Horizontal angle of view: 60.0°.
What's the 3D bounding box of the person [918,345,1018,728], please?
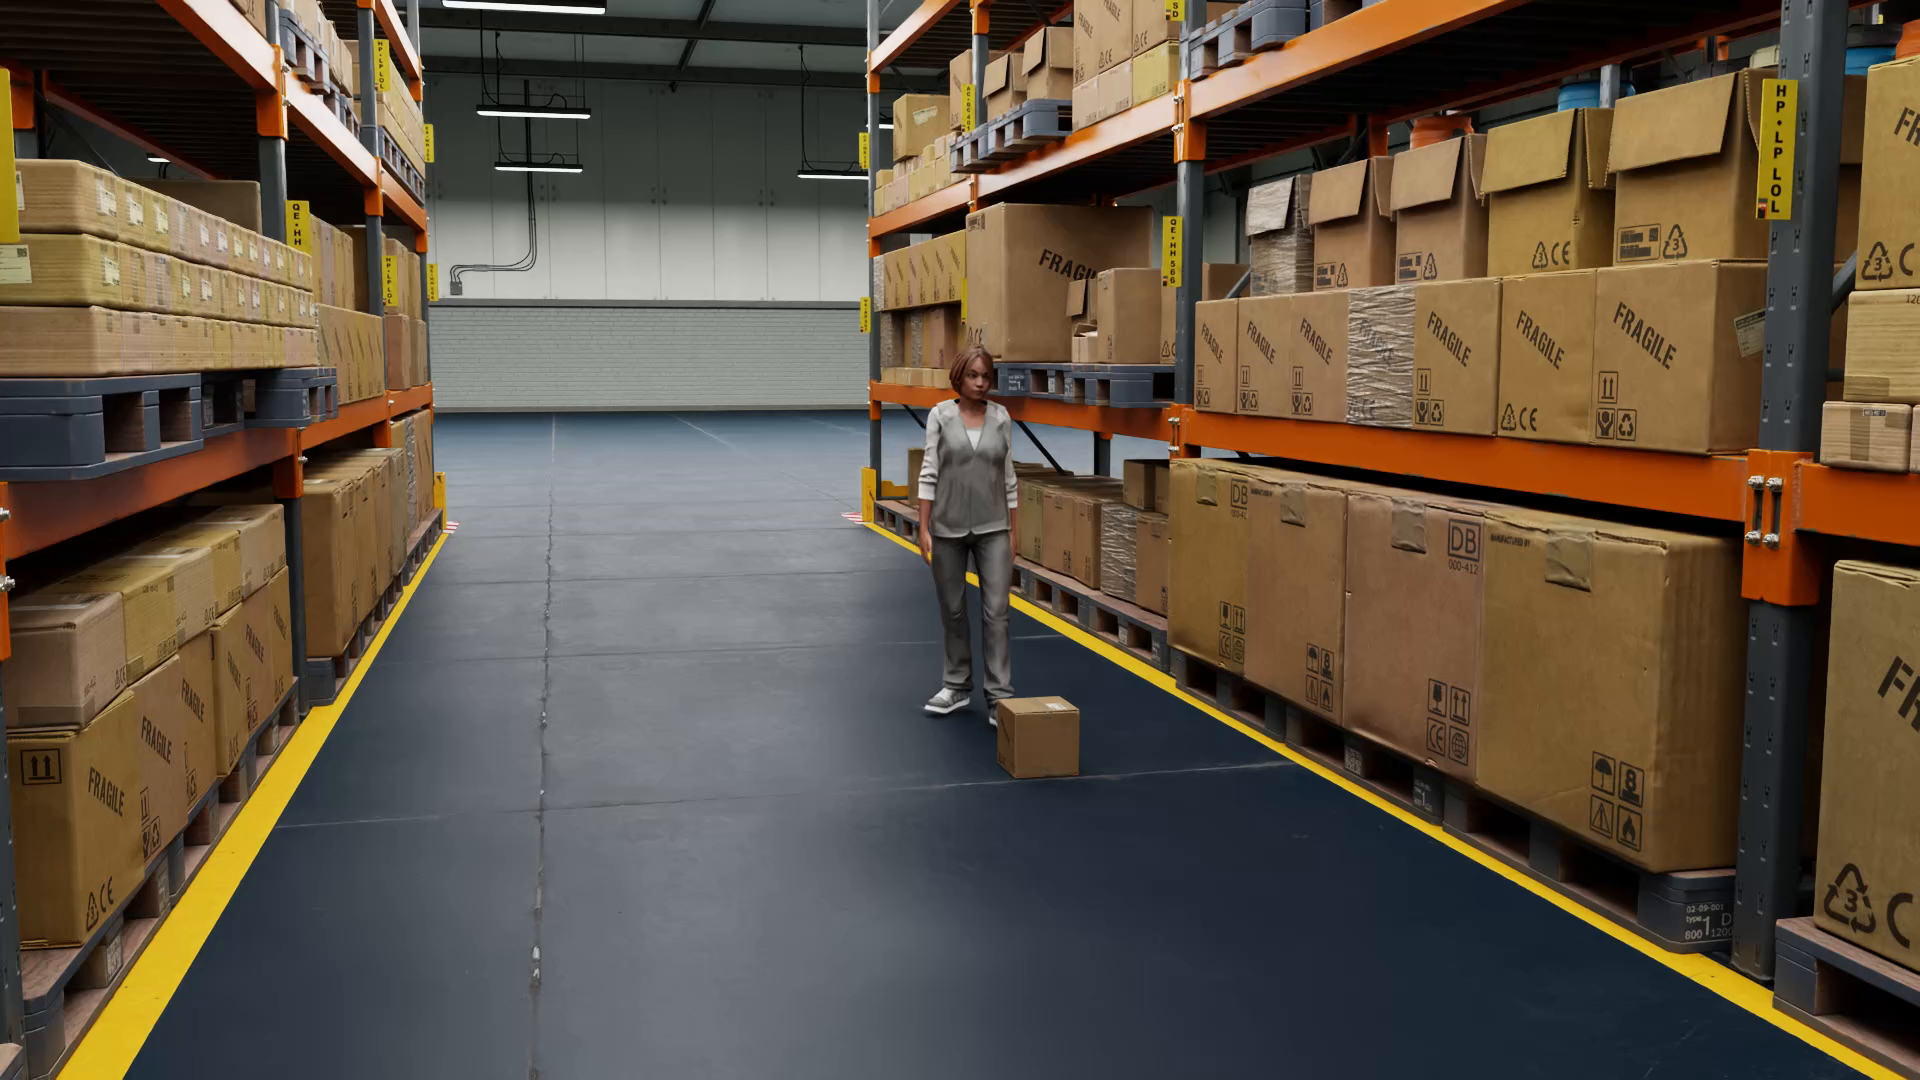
[{"bbox_3d":[0.037,-0.021,6.989,0.426,1.583,0.604,0,6,-2],"label":"person"}]
